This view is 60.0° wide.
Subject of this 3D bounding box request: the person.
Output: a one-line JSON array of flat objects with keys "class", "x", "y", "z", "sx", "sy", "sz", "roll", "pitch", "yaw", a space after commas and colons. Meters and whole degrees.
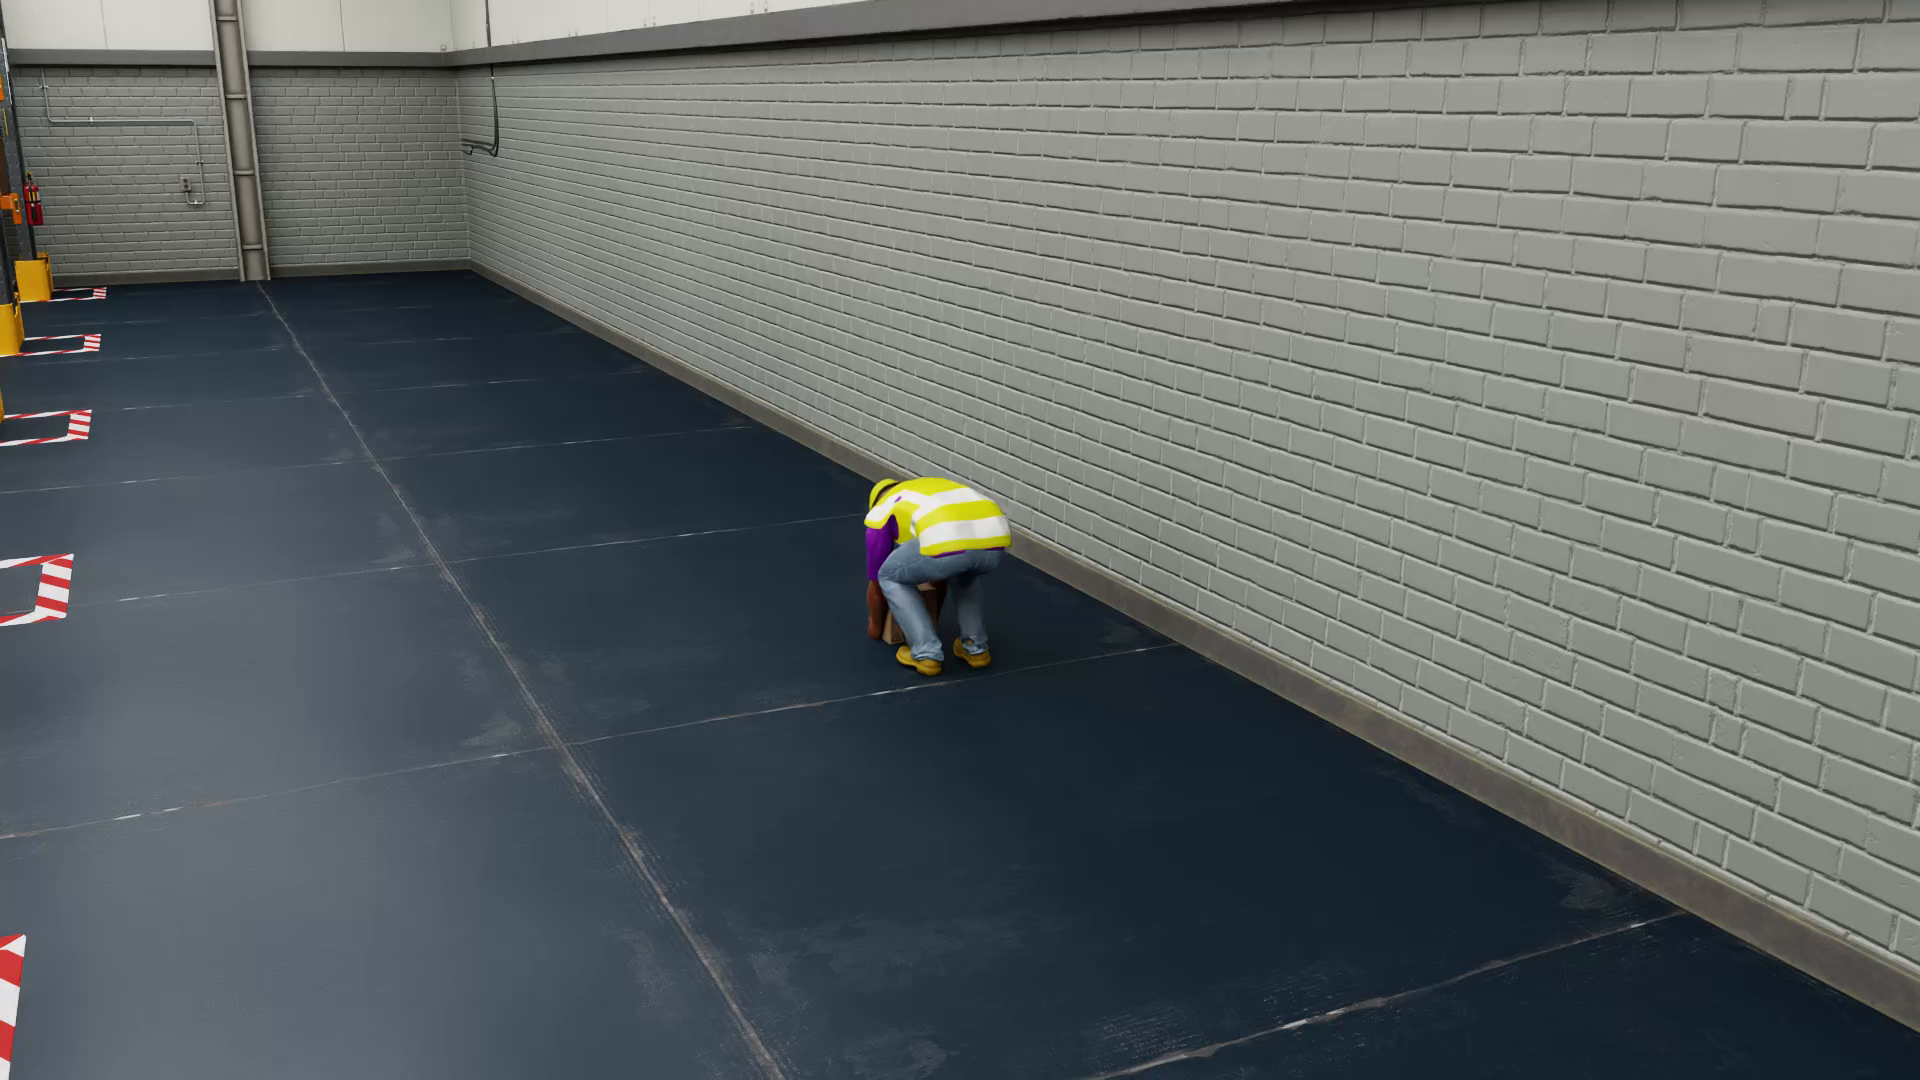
[{"class": "person", "x": -0.154, "y": 0.136, "z": 7.771, "sx": 0.516, "sy": 0.863, "sz": 0.980, "roll": -8, "pitch": 17, "yaw": -27}]
